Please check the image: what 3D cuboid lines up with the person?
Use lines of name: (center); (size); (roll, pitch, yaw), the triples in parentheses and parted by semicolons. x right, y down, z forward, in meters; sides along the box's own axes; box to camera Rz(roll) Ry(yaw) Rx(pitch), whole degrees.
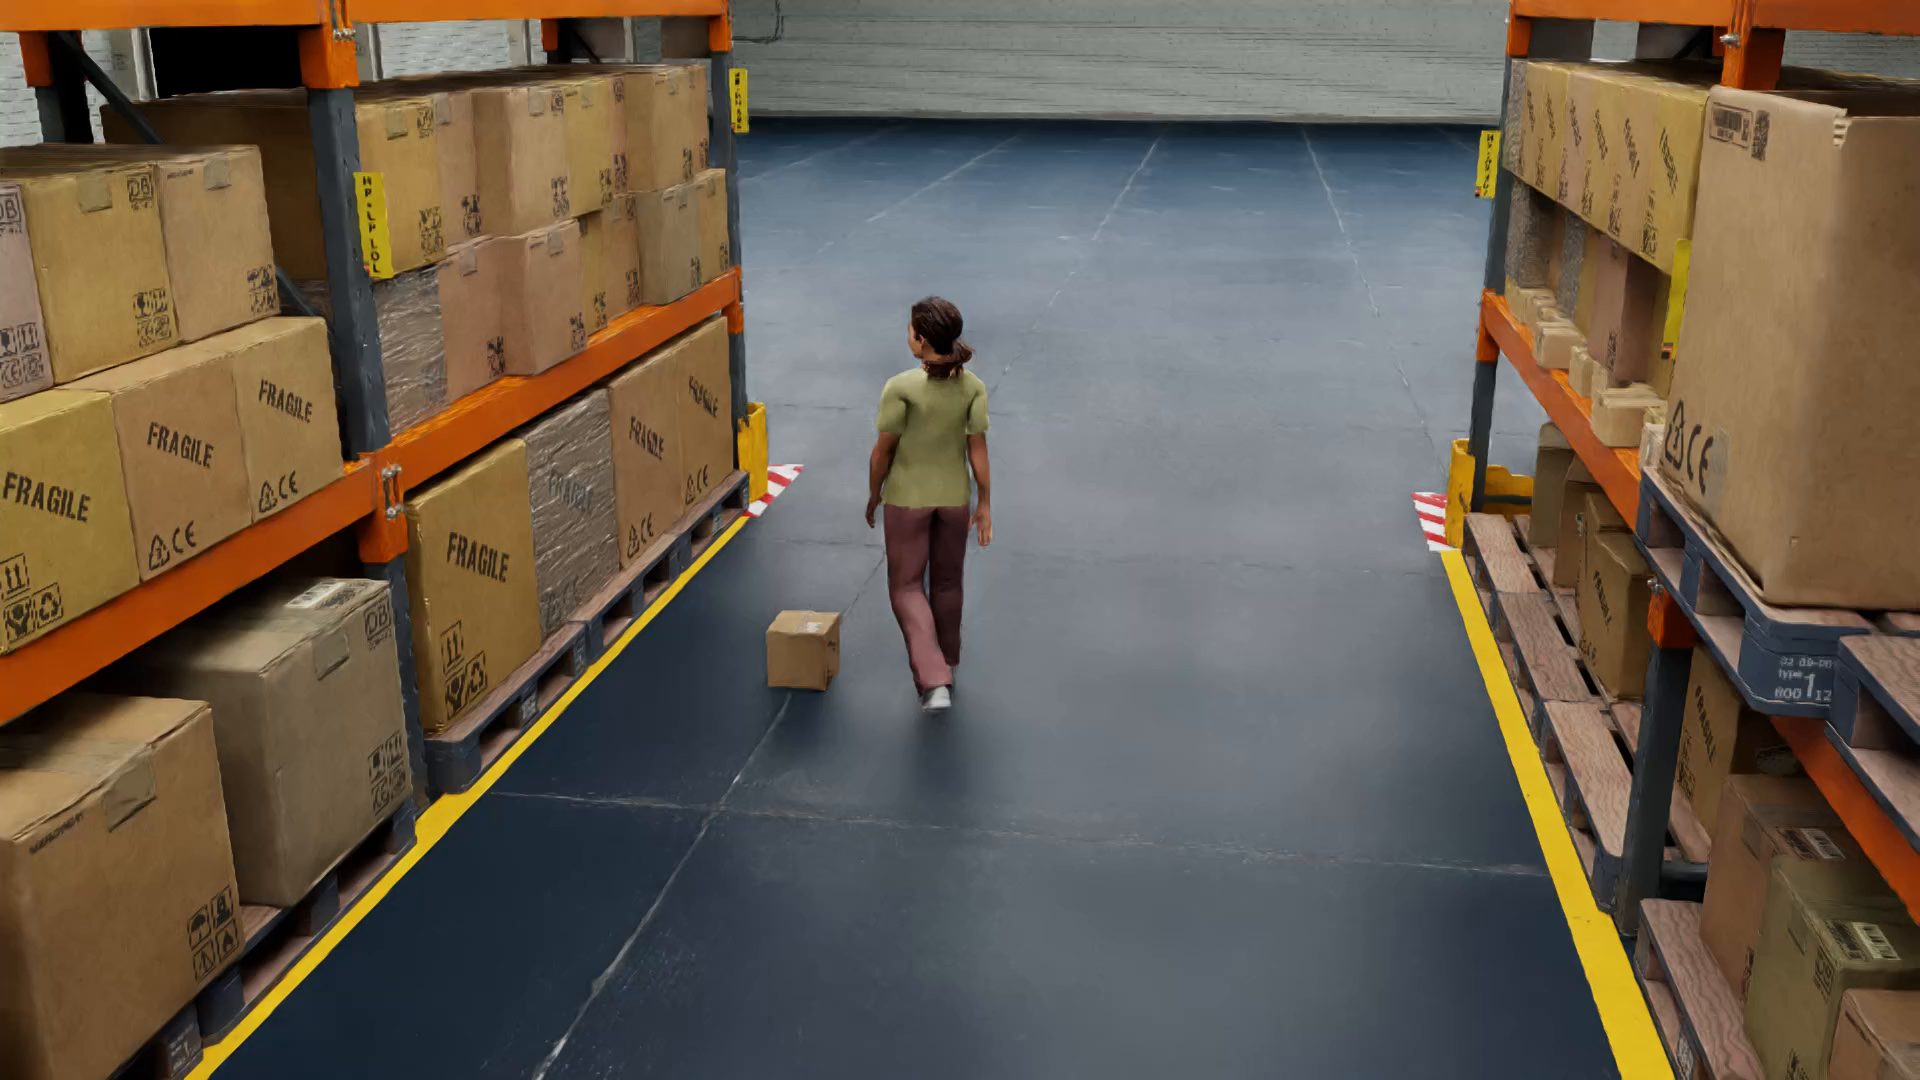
person: (-0.134, -0.146, 6.521); (0.466, 1.643, 0.856); (-6, 19, -19)
